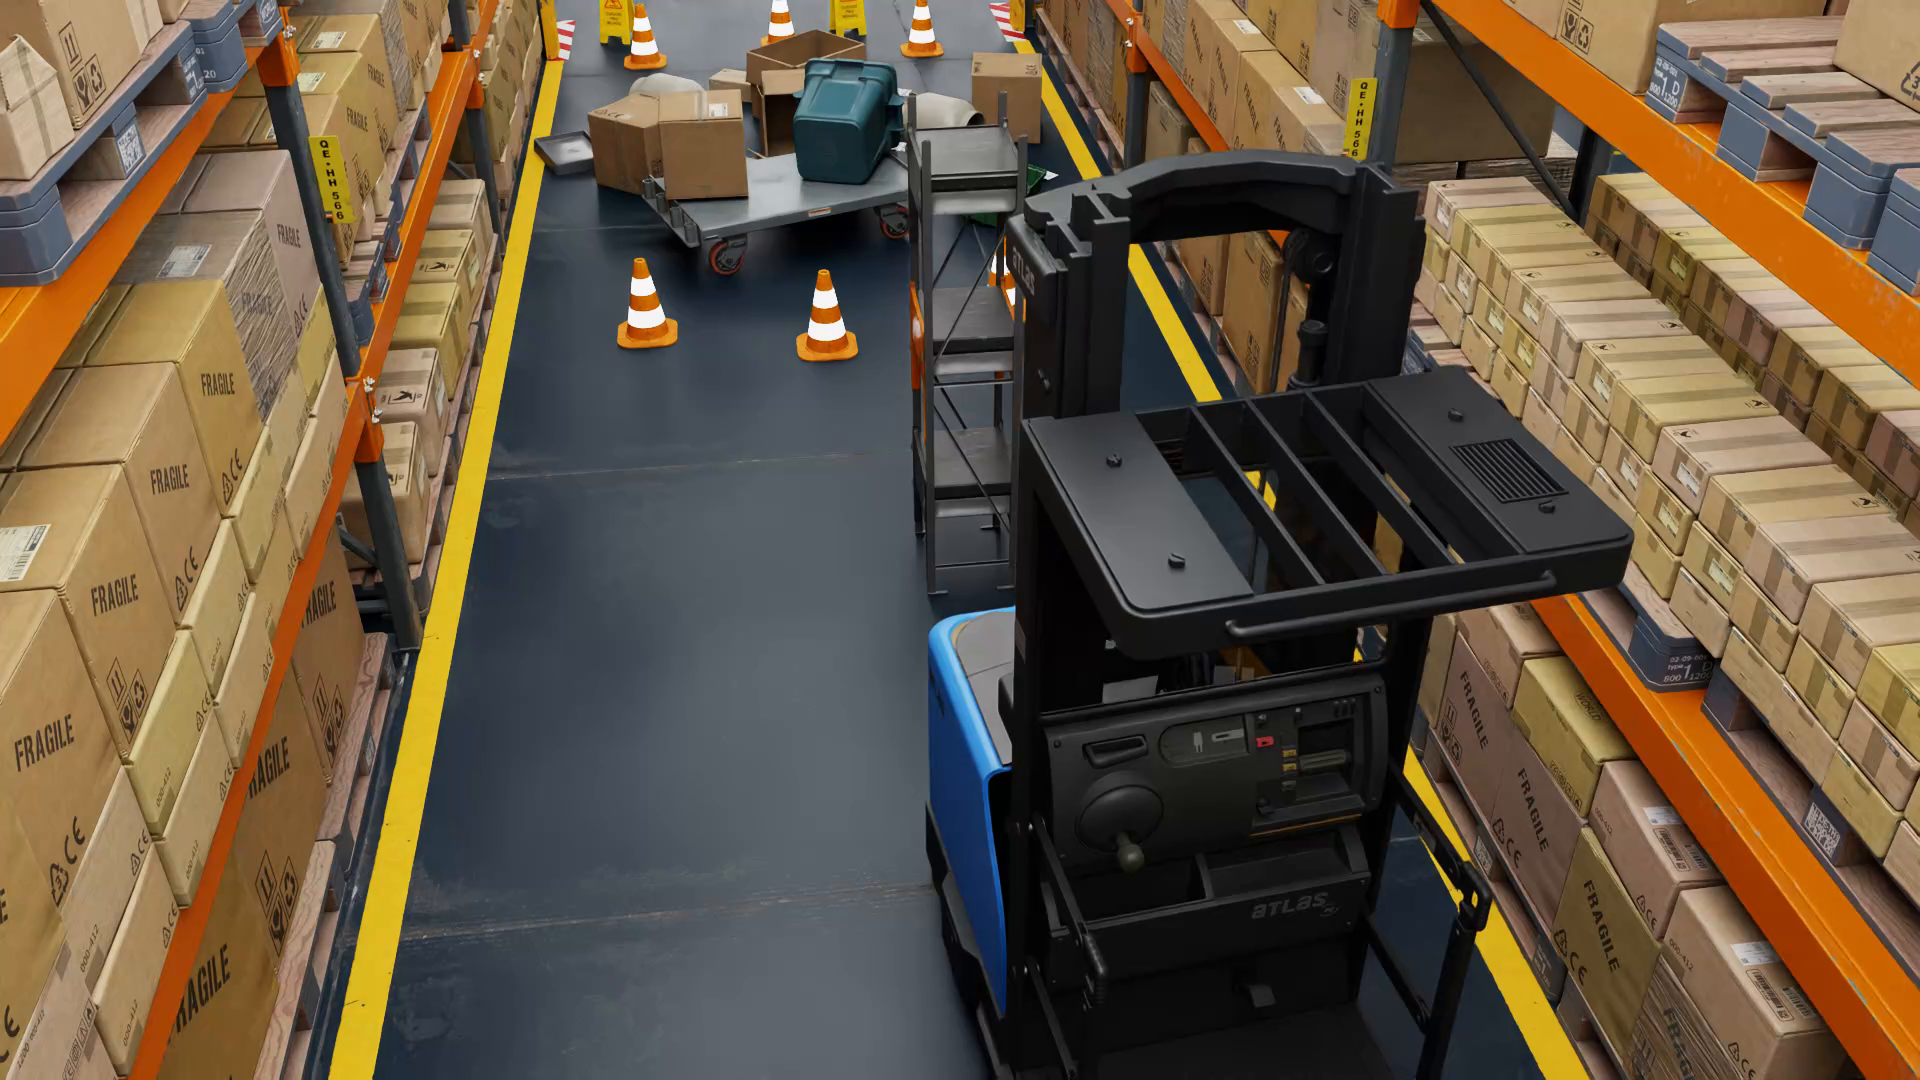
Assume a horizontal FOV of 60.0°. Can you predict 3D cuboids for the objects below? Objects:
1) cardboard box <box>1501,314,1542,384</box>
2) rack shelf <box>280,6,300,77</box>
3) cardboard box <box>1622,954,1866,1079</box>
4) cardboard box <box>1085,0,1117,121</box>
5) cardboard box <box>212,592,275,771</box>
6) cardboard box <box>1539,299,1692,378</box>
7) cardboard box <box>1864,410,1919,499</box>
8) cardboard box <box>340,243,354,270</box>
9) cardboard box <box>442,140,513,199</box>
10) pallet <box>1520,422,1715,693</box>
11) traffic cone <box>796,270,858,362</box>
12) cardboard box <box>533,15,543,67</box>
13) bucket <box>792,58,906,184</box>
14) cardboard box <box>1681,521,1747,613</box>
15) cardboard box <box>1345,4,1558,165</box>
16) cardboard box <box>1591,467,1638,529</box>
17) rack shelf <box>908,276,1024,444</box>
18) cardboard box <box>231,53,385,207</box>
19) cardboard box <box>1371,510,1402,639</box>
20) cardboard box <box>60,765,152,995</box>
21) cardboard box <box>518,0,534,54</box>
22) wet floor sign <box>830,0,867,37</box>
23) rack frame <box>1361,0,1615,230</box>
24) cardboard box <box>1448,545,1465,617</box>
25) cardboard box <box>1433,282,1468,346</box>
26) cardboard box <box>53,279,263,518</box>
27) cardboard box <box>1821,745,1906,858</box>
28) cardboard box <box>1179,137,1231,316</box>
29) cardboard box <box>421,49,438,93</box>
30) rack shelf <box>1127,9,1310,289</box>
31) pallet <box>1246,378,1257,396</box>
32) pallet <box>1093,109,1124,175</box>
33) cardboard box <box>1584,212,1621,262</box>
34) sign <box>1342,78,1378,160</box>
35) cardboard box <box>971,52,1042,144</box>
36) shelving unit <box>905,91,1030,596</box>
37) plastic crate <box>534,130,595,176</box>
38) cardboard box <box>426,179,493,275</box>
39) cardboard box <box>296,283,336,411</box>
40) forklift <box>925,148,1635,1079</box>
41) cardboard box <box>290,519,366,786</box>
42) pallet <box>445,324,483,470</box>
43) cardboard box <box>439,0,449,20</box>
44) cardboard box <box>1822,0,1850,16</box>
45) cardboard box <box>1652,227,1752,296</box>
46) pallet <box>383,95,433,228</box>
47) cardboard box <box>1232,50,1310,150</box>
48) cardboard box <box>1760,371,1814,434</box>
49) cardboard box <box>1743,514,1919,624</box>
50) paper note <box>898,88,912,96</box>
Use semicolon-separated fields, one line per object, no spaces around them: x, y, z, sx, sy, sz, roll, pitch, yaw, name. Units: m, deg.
2.076;-0.662;5.644;0.380;0.149;0.250;-4;35;-6;cardboard box
-3.062;-2.822;7.202;1.077;0.370;4.000;-4;35;-6;rack shelf
2.287;1.503;4.728;0.500;0.500;0.500;-5;35;-7;cardboard box
1.420;-3.581;11.856;0.875;0.875;0.875;-4;34;-6;cardboard box
-2.235;0.410;4.619;0.500;0.250;0.500;-5;35;-7;cardboard box
2.109;-0.652;5.365;0.380;0.149;0.250;-3;34;-4;cardboard box
2.864;-0.254;4.782;0.380;0.149;0.250;-3;34;-5;cardboard box
-2.657;-1.189;6.681;0.380;0.149;0.250;-6;35;-9;cardboard box
-3.143;-2.383;10.651;0.500;0.250;0.500;-6;35;-9;cardboard box
2.405;-0.014;5.277;1.003;0.211;1.213;-4;35;-6;pallet
-0.747;-1.275;9.210;0.336;0.463;0.334;-4;35;-6;traffic cone
-3.491;-3.821;12.762;0.500;0.250;0.500;-5;35;-7;cardboard box
-0.743;-2.604;10.464;0.726;0.611;0.620;7;45;10;bucket
2.245;0.054;4.593;0.380;0.149;0.250;-6;35;-9;cardboard box
2.048;-1.901;6.899;0.700;0.500;0.500;-5;35;-7;cardboard box
2.172;-0.115;5.105;0.380;0.149;0.250;-5;35;-8;cardboard box
0.022;-0.764;7.031;0.431;0.518;0.480;-4;35;-6;rack shelf
-2.701;-1.660;6.797;0.500;0.500;0.500;-3;34;-4;cardboard box
1.941;0.079;6.818;0.500;0.500;0.500;-6;35;-8;cardboard box
-2.133;0.768;3.648;0.500;0.250;0.500;-4;34;-6;cardboard box
-3.429;-3.857;12.148;0.500;0.500;0.500;-3;34;-5;cardboard box
-0.944;-4.552;13.857;0.267;0.644;0.232;-10;36;-15;wet floor sign
2.098;-1.195;6.840;1.000;3.000;0.127;-4;35;-6;rack frame
2.019;0.041;6.207;0.500;0.250;0.500;-5;35;-7;cardboard box
1.994;-0.850;6.184;0.380;0.149;0.250;-3;34;-4;cardboard box
-2.327;-0.386;4.676;0.500;0.500;0.500;-4;35;-6;cardboard box
2.351;0.616;4.033;0.380;0.149;0.250;-4;34;-6;cardboard box
1.859;-1.793;9.342;1.050;0.750;0.750;-4;35;-6;cardboard box
-2.862;-2.368;8.411;0.380;0.149;0.250;-4;34;-6;cardboard box
1.829;-2.014;8.680;1.077;0.370;4.000;-4;35;-6;rack shelf
2.067;-0.488;8.279;1.003;0.211;1.213;-4;35;-6;pallet
1.536;-2.705;11.532;1.003;0.211;1.213;-4;35;-6;pallet
2.616;-1.146;6.354;0.380;0.149;0.250;-4;34;-5;cardboard box
1.549;-1.629;6.449;0.100;0.325;0.005;-4;35;-6;sign
0.335;-3.184;11.975;0.500;0.500;0.500;1;34;2;cardboard box
0.022;-0.775;7.023;0.431;2.100;0.503;-4;35;-6;shelving unit
-2.730;-2.727;11.681;0.402;0.080;0.583;-16;38;-23;plastic crate
-3.258;-1.791;9.675;0.950;0.372;0.625;-4;34;-6;cardboard box
-2.476;-0.657;5.740;0.500;0.250;0.500;-4;35;-7;cardboard box
0.733;0.671;4.162;1.130;2.935;3.031;-8;35;-12;forklift
-2.783;0.333;6.112;0.875;0.875;0.875;-5;35;-7;cardboard box
-3.058;-0.727;8.629;1.003;0.211;1.213;-4;35;-6;pallet
-3.042;-3.093;8.899;0.500;0.500;0.500;-5;35;-7;cardboard box
2.570;-1.619;4.710;0.500;0.500;0.500;-4;35;-6;cardboard box
2.685;-0.985;5.854;0.380;0.149;0.250;-3;34;-5;cardboard box
-3.100;-1.786;7.877;1.003;0.211;1.213;-4;35;-6;pallet
1.639;-2.025;7.968;0.500;0.500;0.500;-5;35;-7;cardboard box
2.792;-0.427;5.298;0.380;0.149;0.250;-4;34;-5;cardboard box
2.283;0.072;4.303;0.380;0.149;0.250;-4;35;-7;cardboard box
-0.455;-3.451;12.788;0.144;0.017;0.142;7;35;10;paper note
